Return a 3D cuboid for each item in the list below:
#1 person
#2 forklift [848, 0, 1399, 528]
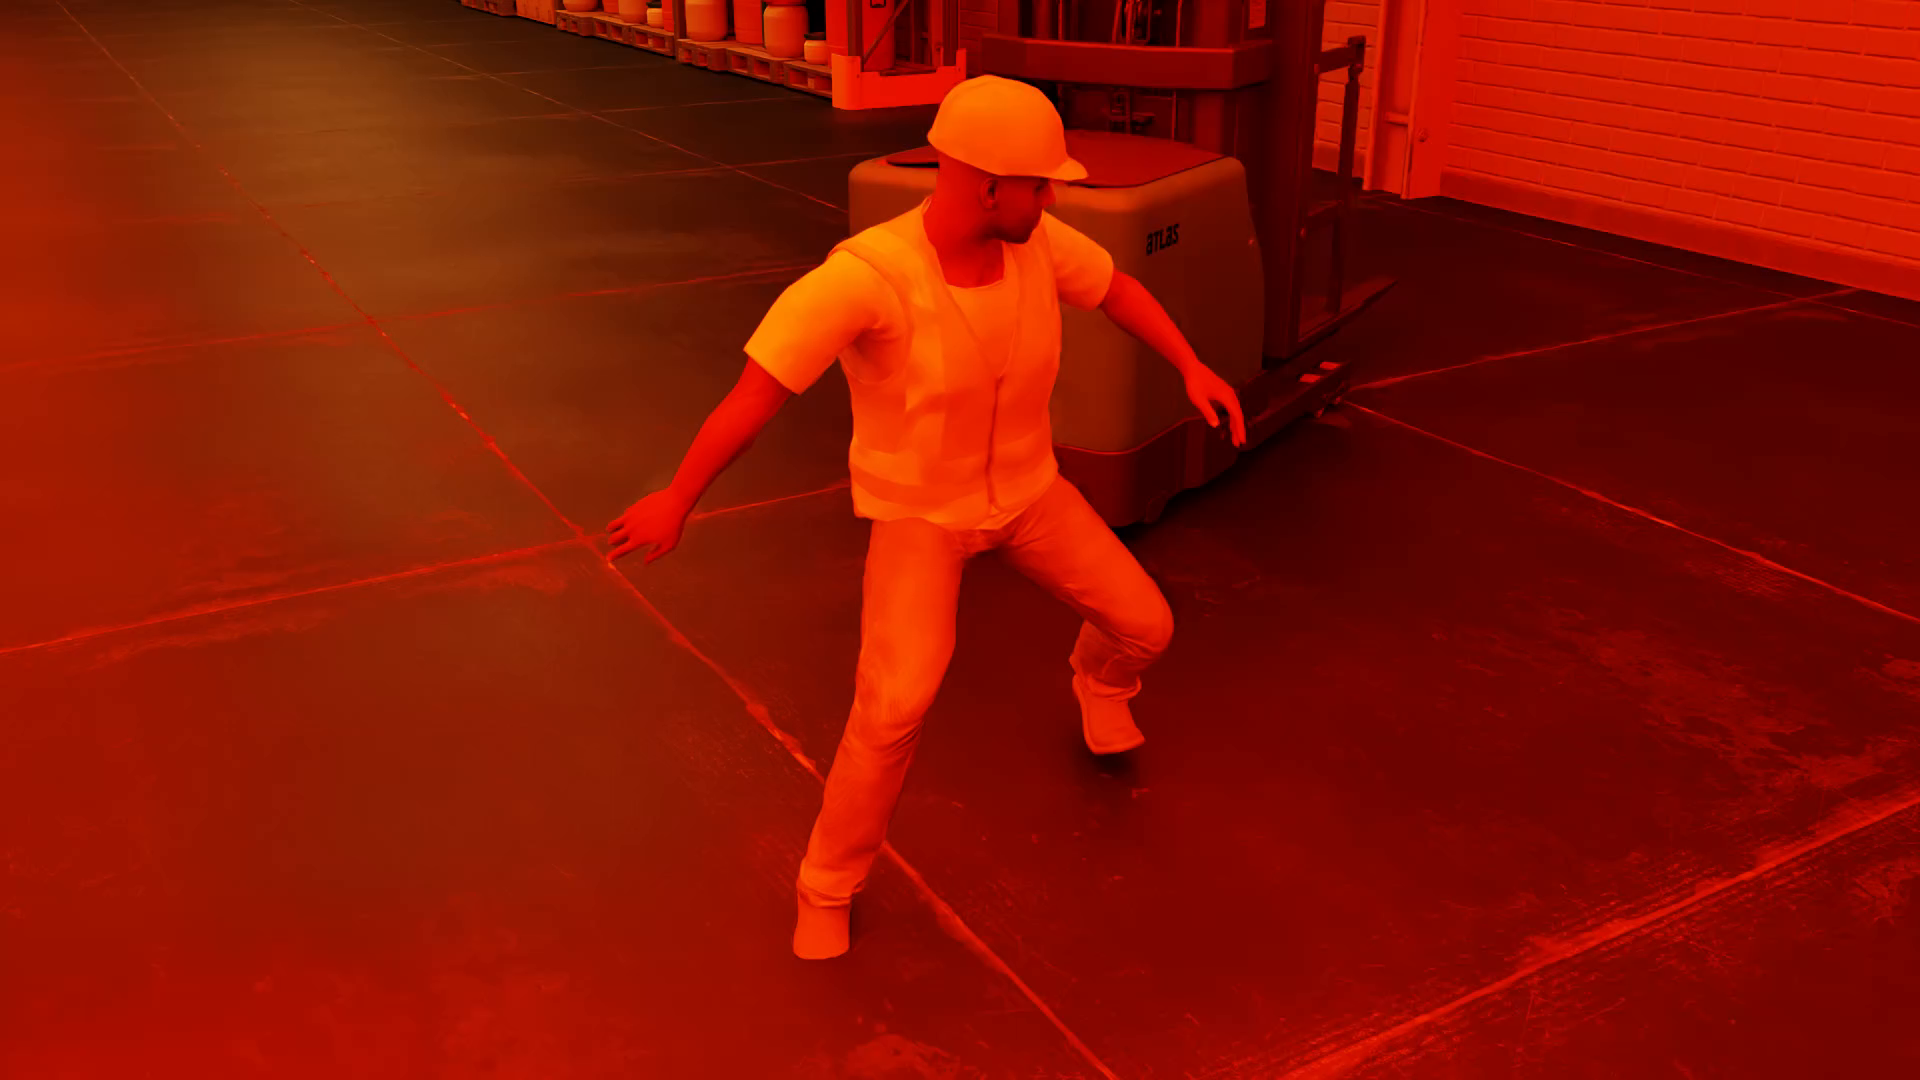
[{"bbox_3d":[-0.039,-0.048,3.237,1.224,1.675,0.556,-12,25,-28],"label":"person"},{"bbox_3d":[0.852,-1.901,5.906,1.130,2.935,3.031,14,26,30],"label":"forklift"}]
